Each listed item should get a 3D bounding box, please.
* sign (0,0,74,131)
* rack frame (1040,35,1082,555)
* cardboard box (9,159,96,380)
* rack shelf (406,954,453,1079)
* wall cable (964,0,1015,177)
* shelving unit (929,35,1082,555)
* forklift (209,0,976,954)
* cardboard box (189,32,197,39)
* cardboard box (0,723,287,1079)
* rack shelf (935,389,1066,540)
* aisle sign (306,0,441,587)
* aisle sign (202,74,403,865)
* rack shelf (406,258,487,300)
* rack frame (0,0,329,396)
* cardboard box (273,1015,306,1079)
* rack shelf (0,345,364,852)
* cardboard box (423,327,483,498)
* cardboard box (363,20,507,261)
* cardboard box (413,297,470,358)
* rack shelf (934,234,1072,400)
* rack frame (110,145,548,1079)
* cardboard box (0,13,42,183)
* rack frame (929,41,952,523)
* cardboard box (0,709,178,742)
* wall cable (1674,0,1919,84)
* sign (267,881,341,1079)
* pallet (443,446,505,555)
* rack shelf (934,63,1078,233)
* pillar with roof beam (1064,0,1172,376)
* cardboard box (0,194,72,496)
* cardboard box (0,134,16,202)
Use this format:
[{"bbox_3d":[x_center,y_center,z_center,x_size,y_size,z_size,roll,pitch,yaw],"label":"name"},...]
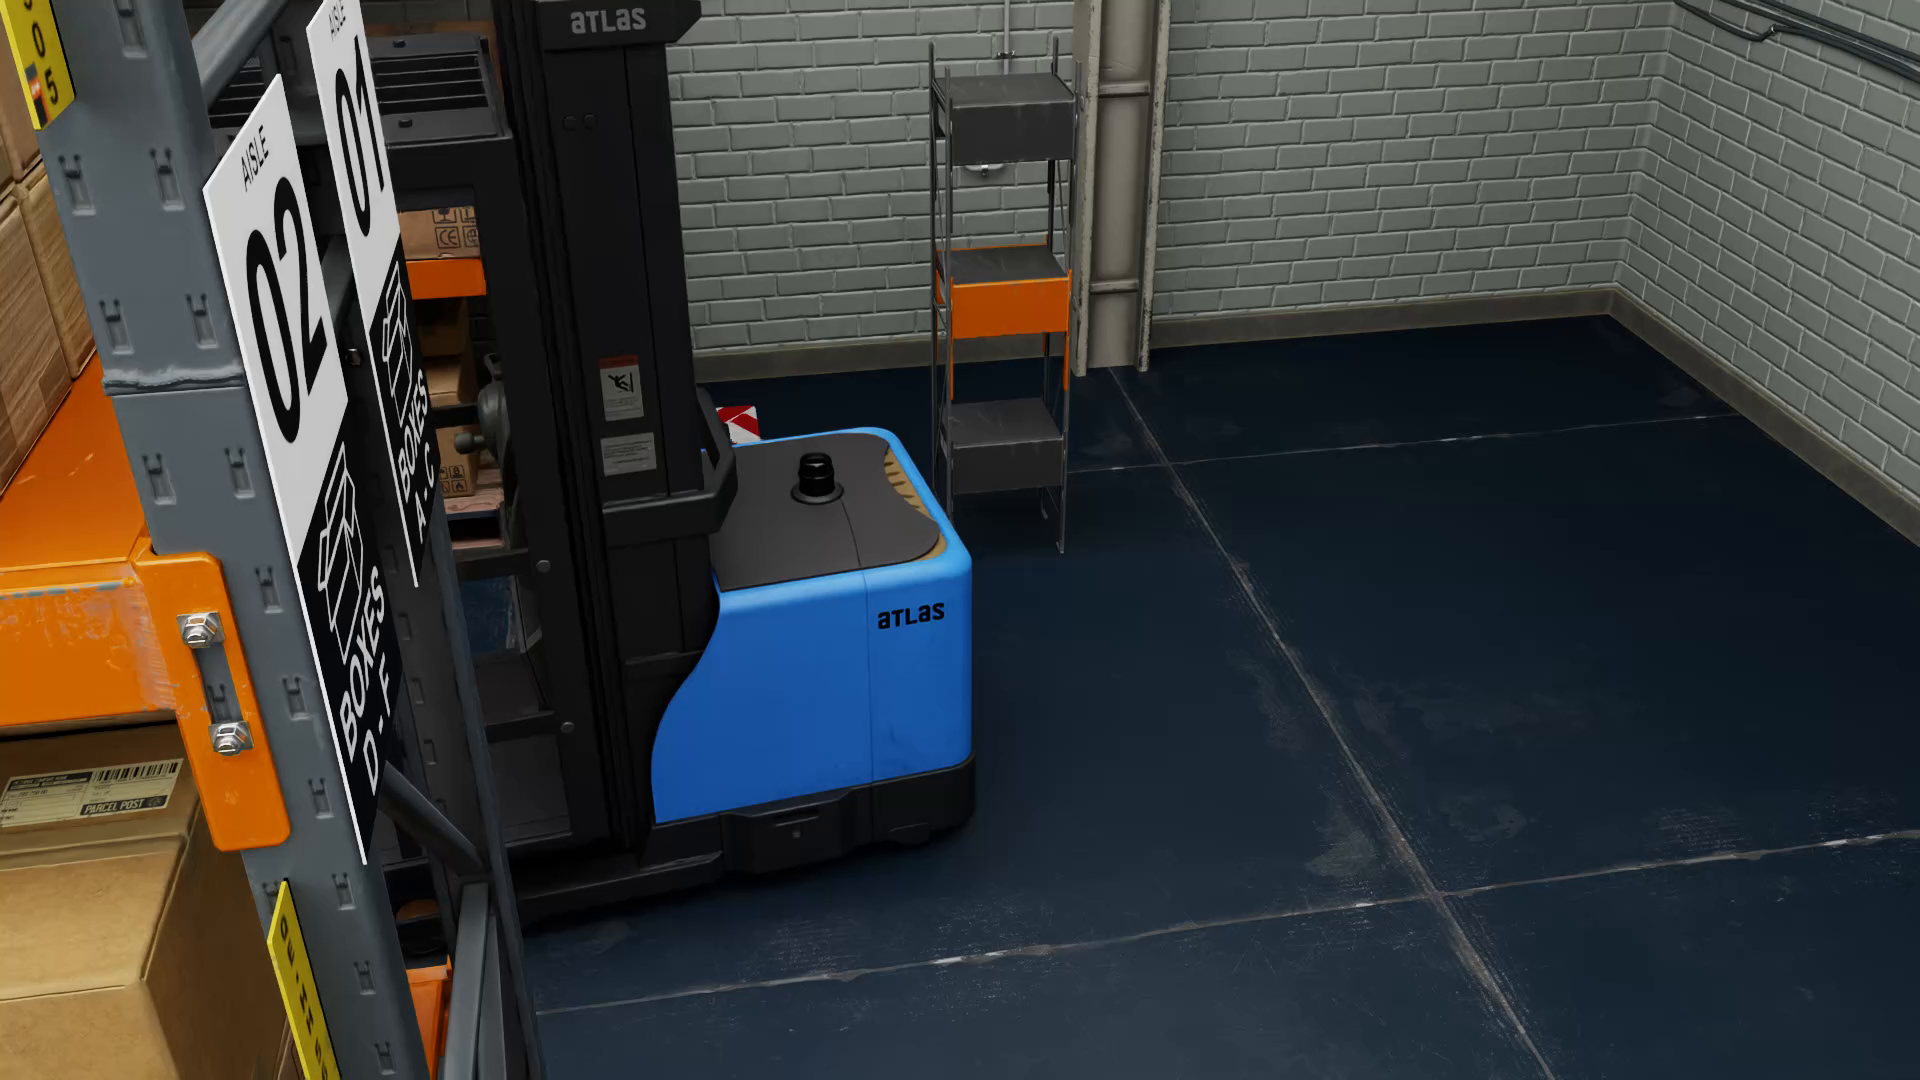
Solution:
[{"bbox_3d":[-0.750,-0.493,1.296,0.005,0.325,0.100,-5,31,-9],"label":"sign"},{"bbox_3d":[0.403,-0.943,6.781,0.015,2.100,0.400,-5,31,-9],"label":"rack frame"},{"bbox_3d":[-1.381,-0.405,2.168,0.500,0.250,0.500,-5,31,-9],"label":"cardboard box"},{"bbox_3d":[-2.797,1.396,2.626,4.000,0.370,1.077,-5,31,-9],"label":"rack shelf"},{"bbox_3d":[-0.637,-2.593,7.698,1.851,1.984,0.084,-5,31,-9],"label":"wall cable"},{"bbox_3d":[0.163,-0.920,6.743,0.503,2.100,0.431,-5,31,-9],"label":"shelving unit"},{"bbox_3d":[-1.524,-0.297,4.863,3.031,2.935,1.130,-9,32,-15],"label":"forklift"},{"bbox_3d":[-2.939,-1.572,6.668,0.700,0.700,0.980,-6,31,-9],"label":"cardboard box"},{"bbox_3d":[-1.218,0.607,2.173,0.500,0.500,0.500,-6,31,-9],"label":"cardboard box"},{"bbox_3d":[0.163,-0.305,7.105,0.480,0.518,0.431,-5,31,-9],"label":"rack shelf"},{"bbox_3d":[-0.816,-0.370,2.355,0.004,0.787,0.394,-5,31,-9],"label":"aisle sign"},{"bbox_3d":[-0.708,-0.071,1.846,0.004,0.787,0.394,-5,31,-9],"label":"aisle sign"},{"bbox_3d":[-3.693,-1.074,6.826,4.000,0.370,1.077,-5,31,-9],"label":"rack shelf"},{"bbox_3d":[-0.830,-1.683,1.234,0.127,3.000,1.000,-5,31,-9],"label":"rack frame"},{"bbox_3d":[-1.221,1.037,2.429,0.500,0.500,0.500,-4,31,-7],"label":"cardboard box"},{"bbox_3d":[-2.797,0.103,1.866,4.000,0.370,1.077,-5,31,-9],"label":"rack shelf"},{"bbox_3d":[-2.396,-0.556,7.288,0.500,0.500,0.700,-5,31,-9],"label":"cardboard box"},{"bbox_3d":[-2.226,-1.644,6.791,0.700,0.700,0.980,-4,31,-7],"label":"cardboard box"},{"bbox_3d":[-2.309,-0.947,7.313,0.250,0.149,0.380,-5,31,-9],"label":"cardboard box"},{"bbox_3d":[0.163,-0.908,6.750,0.480,0.518,0.431,-5,31,-9],"label":"rack shelf"},{"bbox_3d":[-0.830,0.903,2.755,0.127,3.000,1.000,-5,31,-9],"label":"rack frame"},{"bbox_3d":[-1.382,-0.624,2.046,0.500,0.250,0.500,-5,31,-9],"label":"cardboard box"},{"bbox_3d":[-0.077,-0.898,6.706,0.015,2.100,0.400,-5,31,-9],"label":"rack frame"},{"bbox_3d":[-1.314,0.338,2.630,0.500,0.500,0.500,-4,31,-7],"label":"cardboard box"},{"bbox_3d":[3.902,-3.152,6.796,0.112,2.526,3.097,-5,31,-9],"label":"wall cable"},{"bbox_3d":[-0.750,0.546,1.907,0.005,0.325,0.100,-5,31,-9],"label":"sign"},{"bbox_3d":[-2.498,-0.252,7.471,1.213,0.211,1.003,-5,31,-9],"label":"pallet"},{"bbox_3d":[0.163,-1.512,6.396,0.480,0.518,0.431,-5,31,-9],"label":"rack shelf"},{"bbox_3d":[1.550,-2.684,2.936,0.400,9.000,9.100,-5,31,-9],"label":"pillar with roof beam"},{"bbox_3d":[-1.288,-0.147,1.729,0.500,0.250,0.500,-5,31,-9],"label":"cardboard box"},{"bbox_3d":[-1.289,-0.367,1.610,0.500,0.250,0.500,-5,31,-9],"label":"cardboard box"}]
